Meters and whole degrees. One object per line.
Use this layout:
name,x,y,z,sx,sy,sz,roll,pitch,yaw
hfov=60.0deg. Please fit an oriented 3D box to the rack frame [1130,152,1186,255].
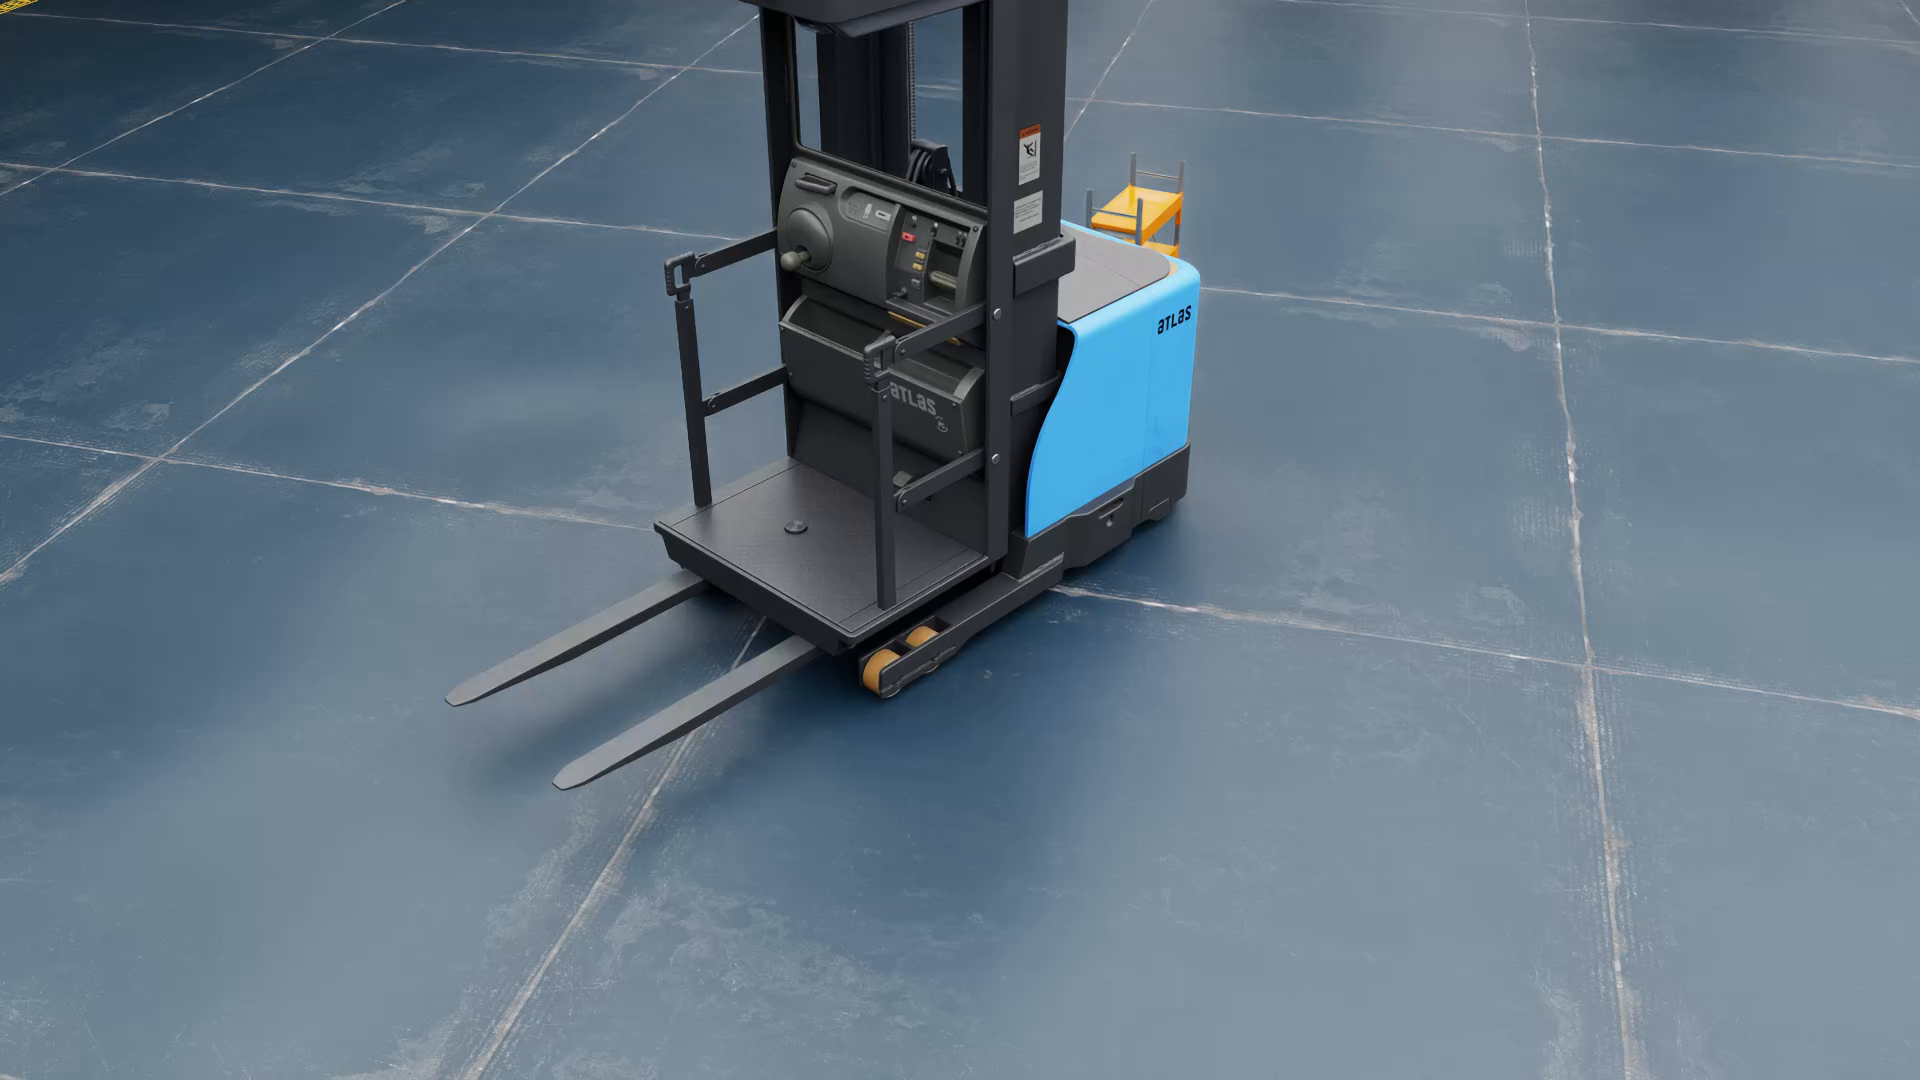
rack frame,0.844,-1.124,7.400,0.240,1.200,0.015,15,35,22

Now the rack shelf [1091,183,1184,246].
rack shelf,0.735,-1.339,7.005,0.258,0.148,0.480,15,35,22

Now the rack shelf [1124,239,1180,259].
rack shelf,0.735,-1.139,7.132,0.258,0.148,0.480,15,35,22

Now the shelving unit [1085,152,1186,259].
shelving unit,0.735,-1.007,7.216,0.258,1.200,0.503,15,35,22

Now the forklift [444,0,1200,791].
forklift,-0.431,-0.992,5.578,1.130,2.935,3.031,27,41,35

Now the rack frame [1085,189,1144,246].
rack frame,0.626,-0.890,7.032,0.240,1.200,0.015,15,35,22
